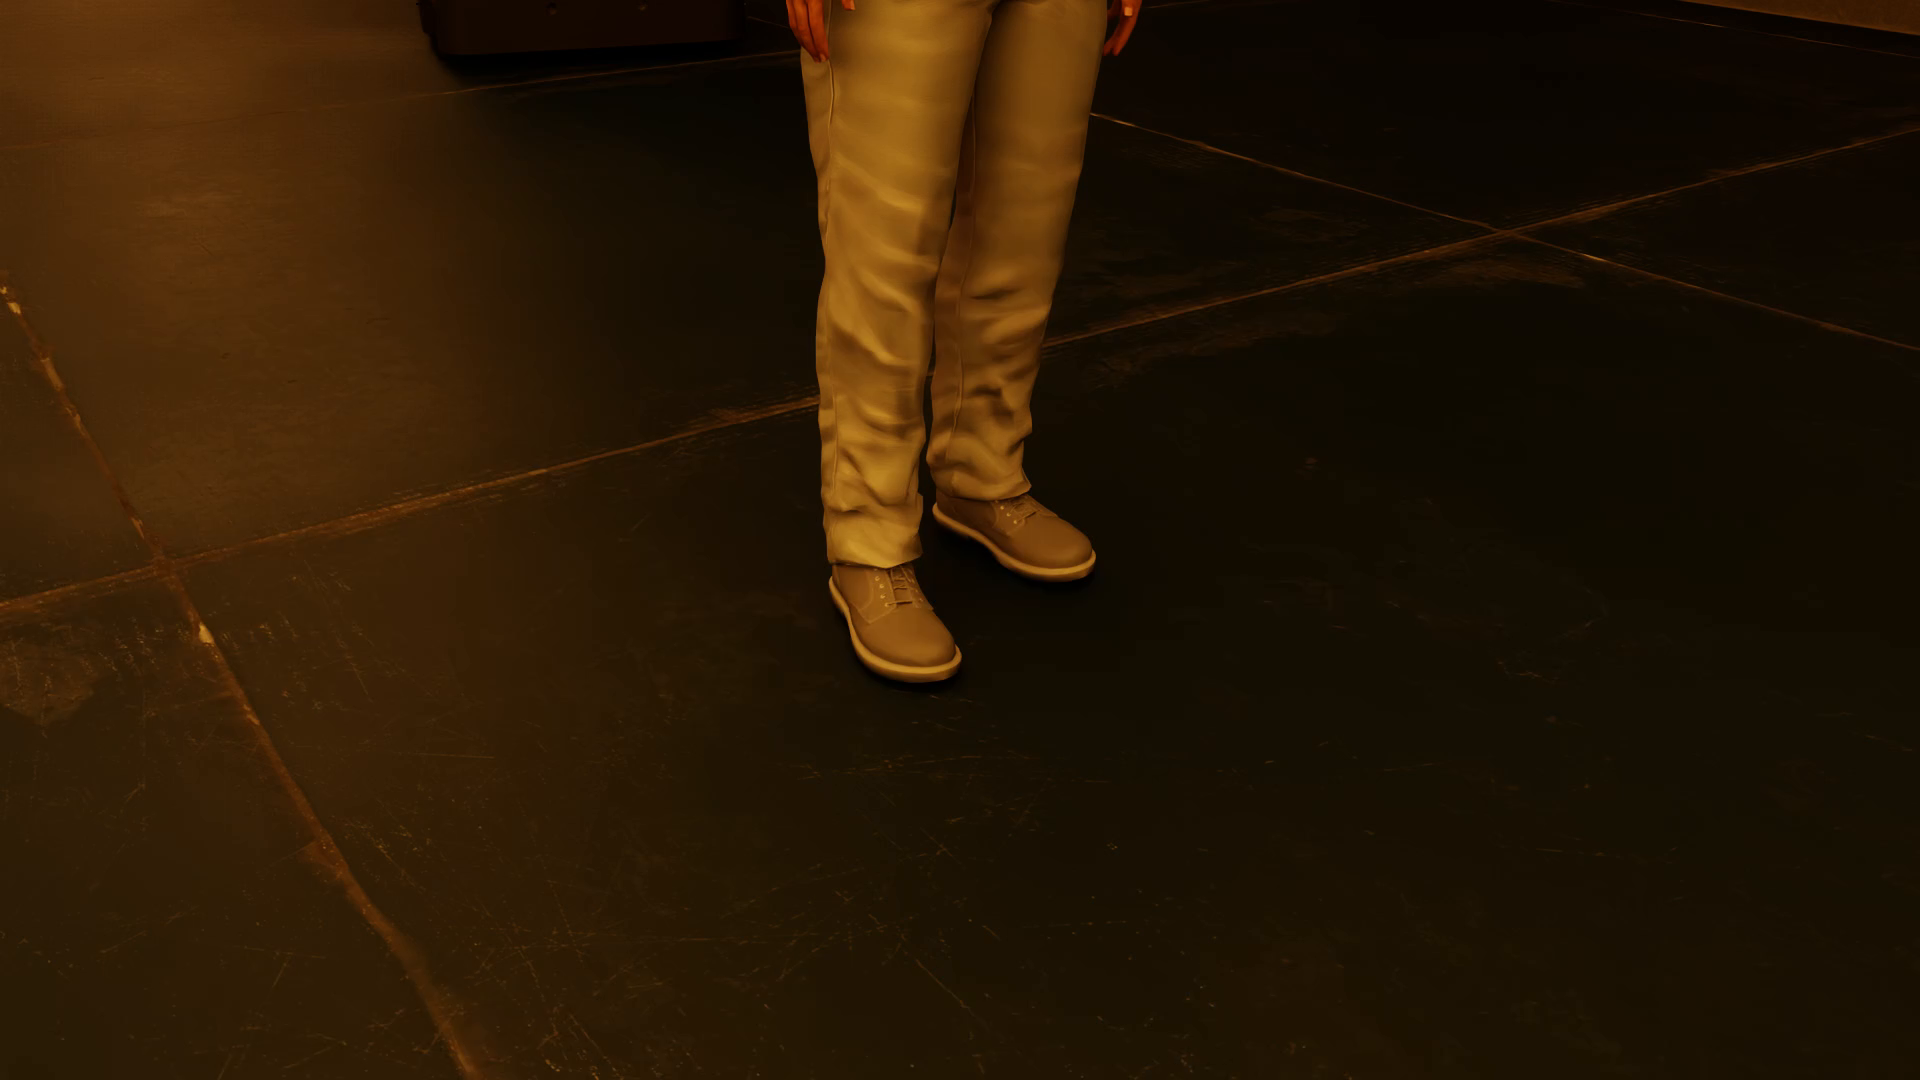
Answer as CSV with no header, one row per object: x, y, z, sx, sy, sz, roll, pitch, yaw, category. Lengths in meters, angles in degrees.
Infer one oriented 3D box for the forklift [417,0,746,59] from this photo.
-1.706,-3.575,6.359,1.130,2.935,3.031,-8,28,-16,forklift

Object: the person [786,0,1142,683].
0.025,-0.717,2.055,0.598,1.670,0.529,-17,31,-31,person
